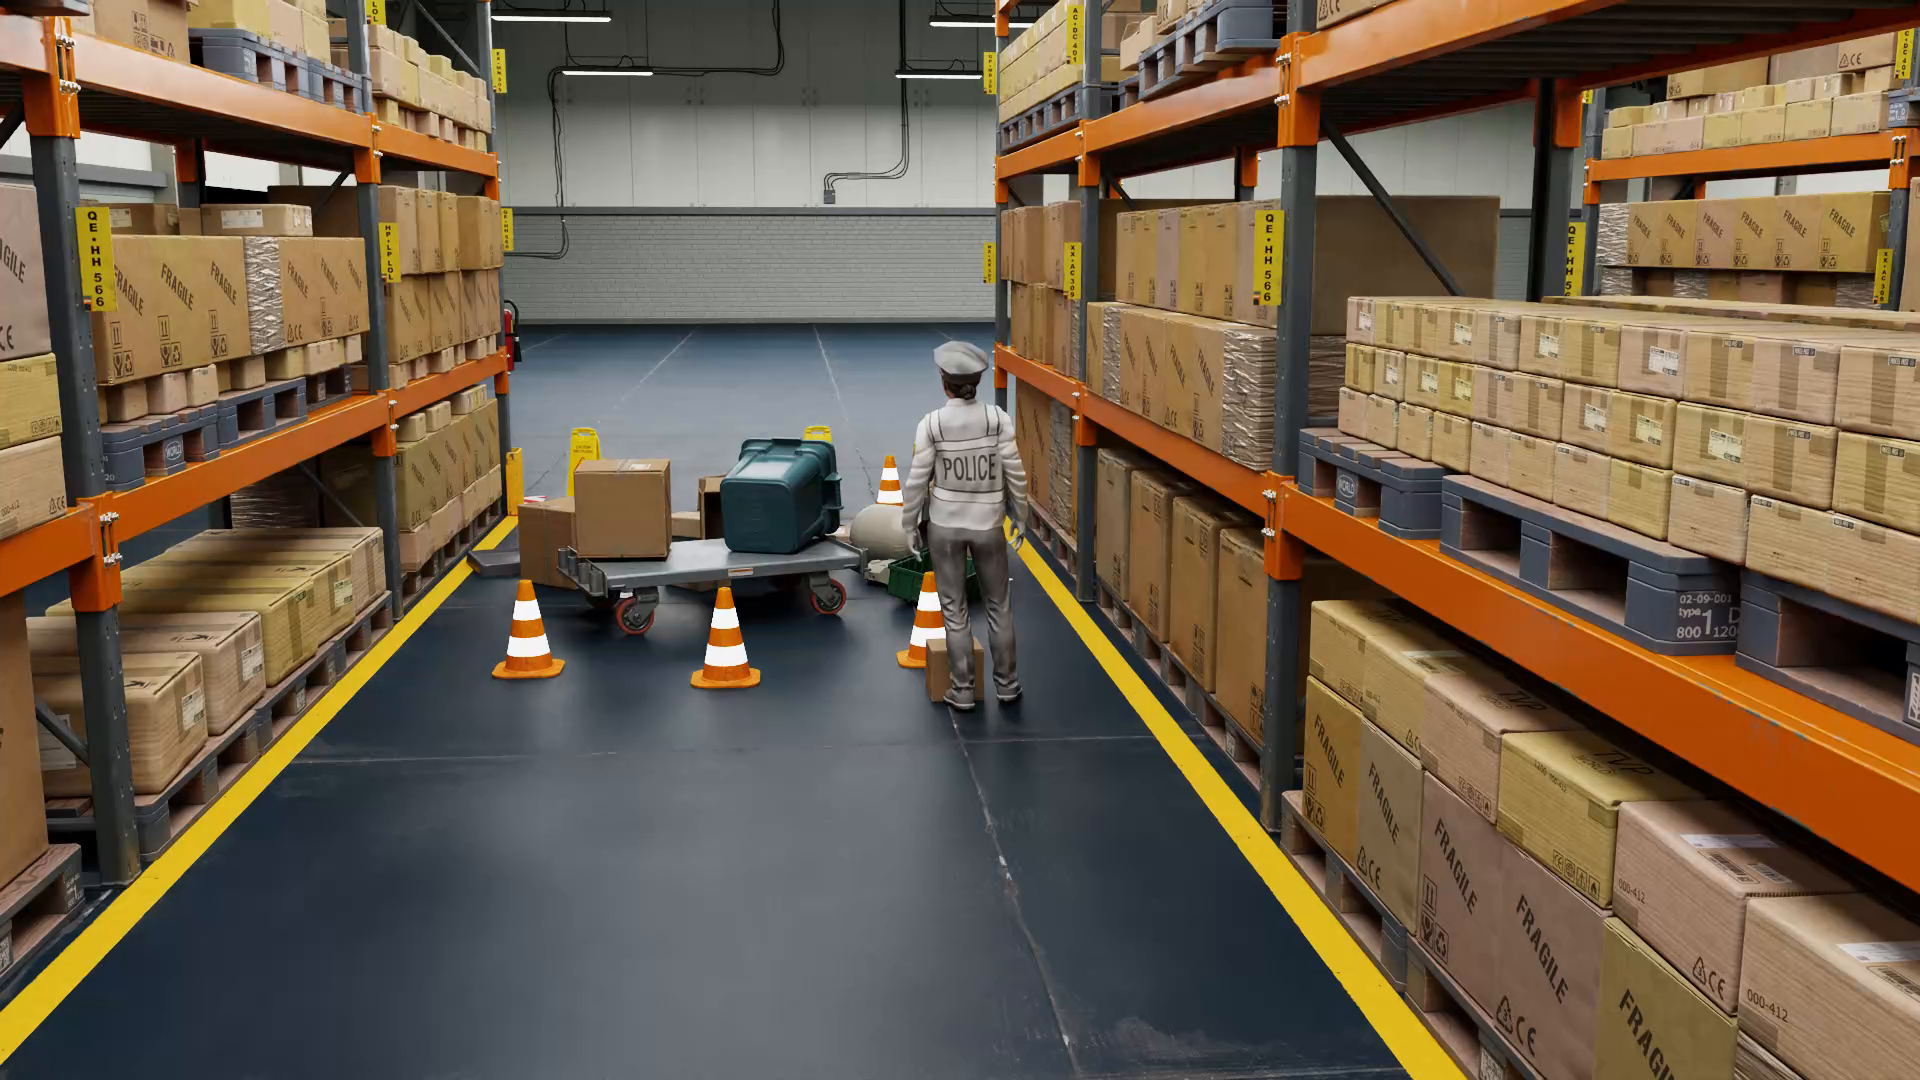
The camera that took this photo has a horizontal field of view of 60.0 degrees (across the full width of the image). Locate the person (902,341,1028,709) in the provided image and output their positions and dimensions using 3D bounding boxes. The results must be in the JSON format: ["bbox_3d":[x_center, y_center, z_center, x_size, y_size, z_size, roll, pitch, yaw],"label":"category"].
[{"bbox_3d":[0.024,-0.065,7.625,0.587,1.696,0.533,-1,10,-6],"label":"person"}]
